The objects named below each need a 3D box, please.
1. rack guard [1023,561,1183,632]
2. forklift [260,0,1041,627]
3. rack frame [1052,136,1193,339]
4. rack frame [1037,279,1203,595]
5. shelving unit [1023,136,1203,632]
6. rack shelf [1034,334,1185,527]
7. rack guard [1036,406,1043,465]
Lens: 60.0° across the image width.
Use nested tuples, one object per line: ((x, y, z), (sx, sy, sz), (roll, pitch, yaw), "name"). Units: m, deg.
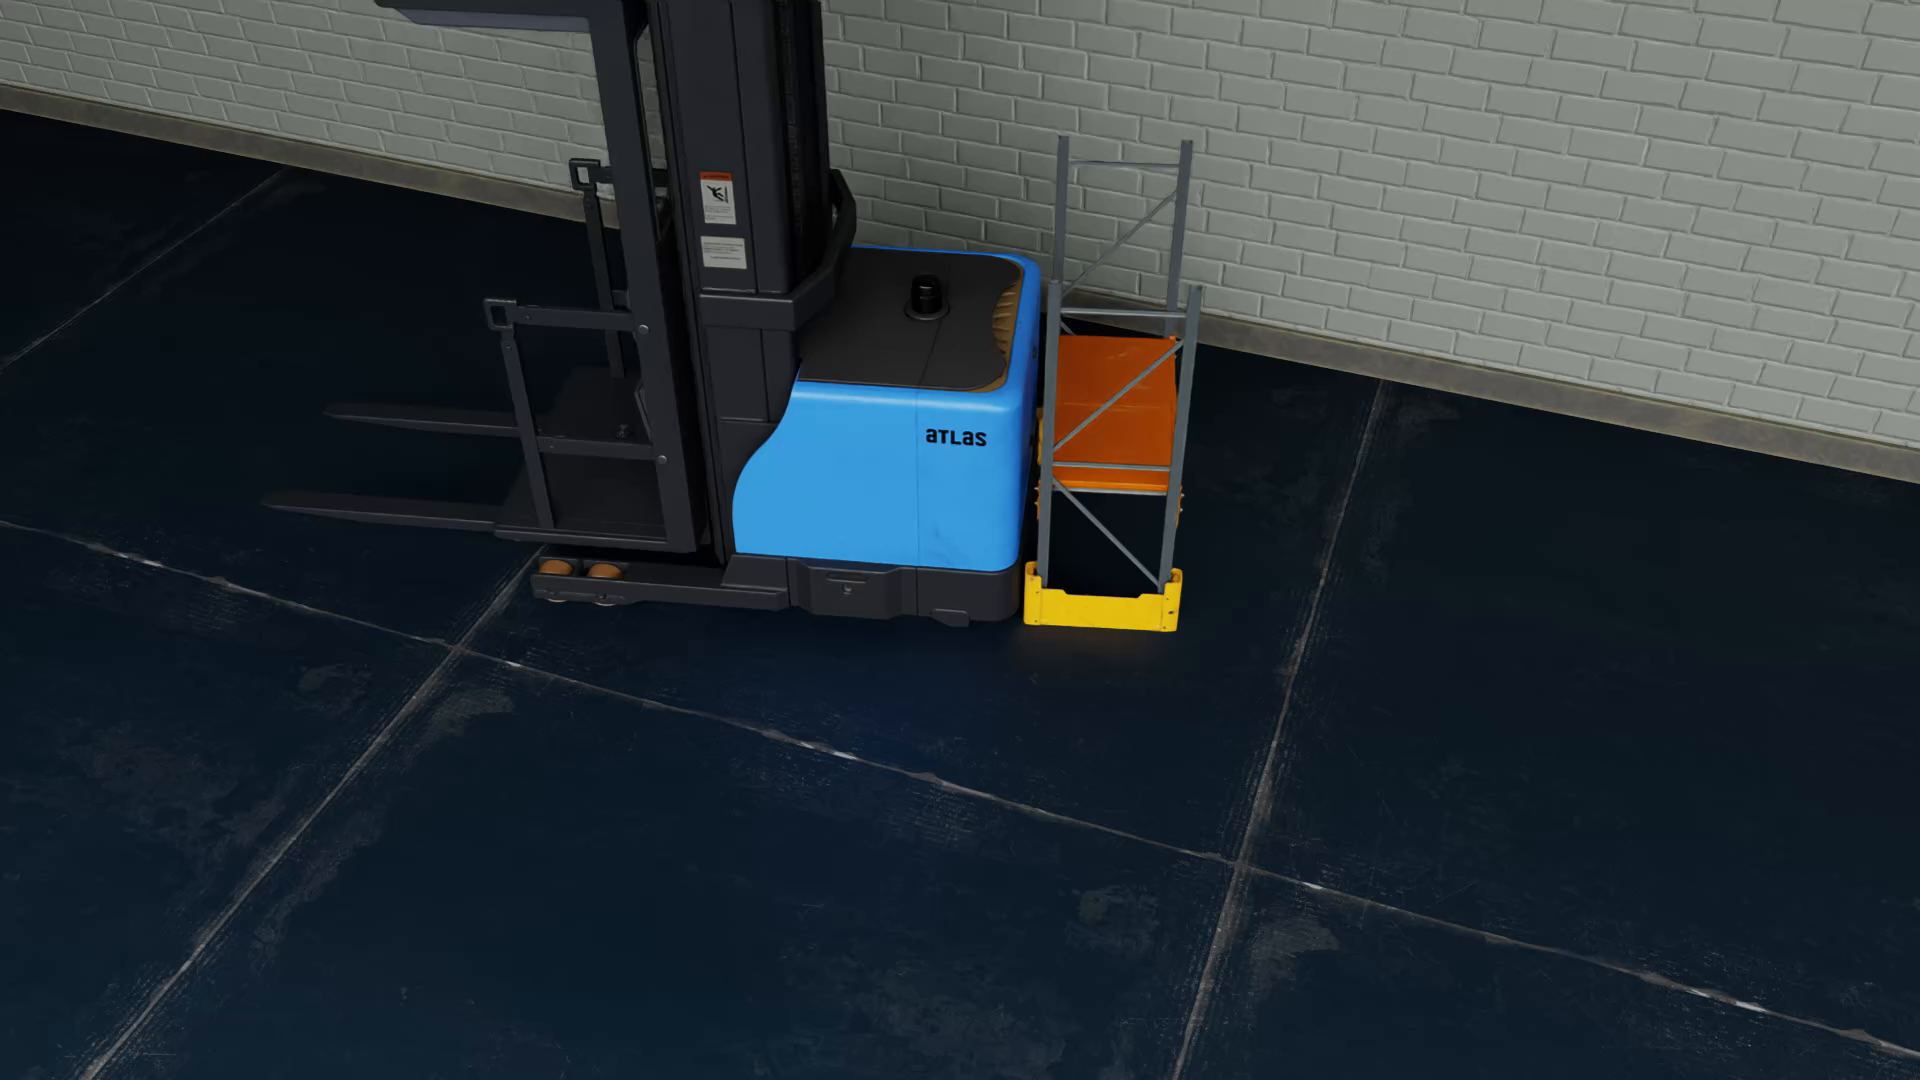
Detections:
((0.538, 0.215, 6.305), (0.587, 0.250, 0.087), (3, 41, 3), "rack guard")
((-1.229, -1.195, 5.892), (3.031, 2.935, 1.130), (4, 41, 5), "forklift")
((0.615, -0.918, 6.670), (0.500, 1.500, 0.032), (3, 41, 3), "rack frame")
((0.537, -0.260, 5.899), (0.500, 1.500, 0.032), (3, 41, 3), "rack frame")
((0.576, -0.583, 6.277), (0.587, 1.500, 1.083), (3, 41, 3), "shelving unit")
((0.576, -0.452, 6.401), (0.538, 0.185, 1.000), (3, 41, 3), "rack shelf")
((0.614, -0.430, 7.061), (0.587, 0.250, 0.087), (3, 41, 3), "rack guard")
